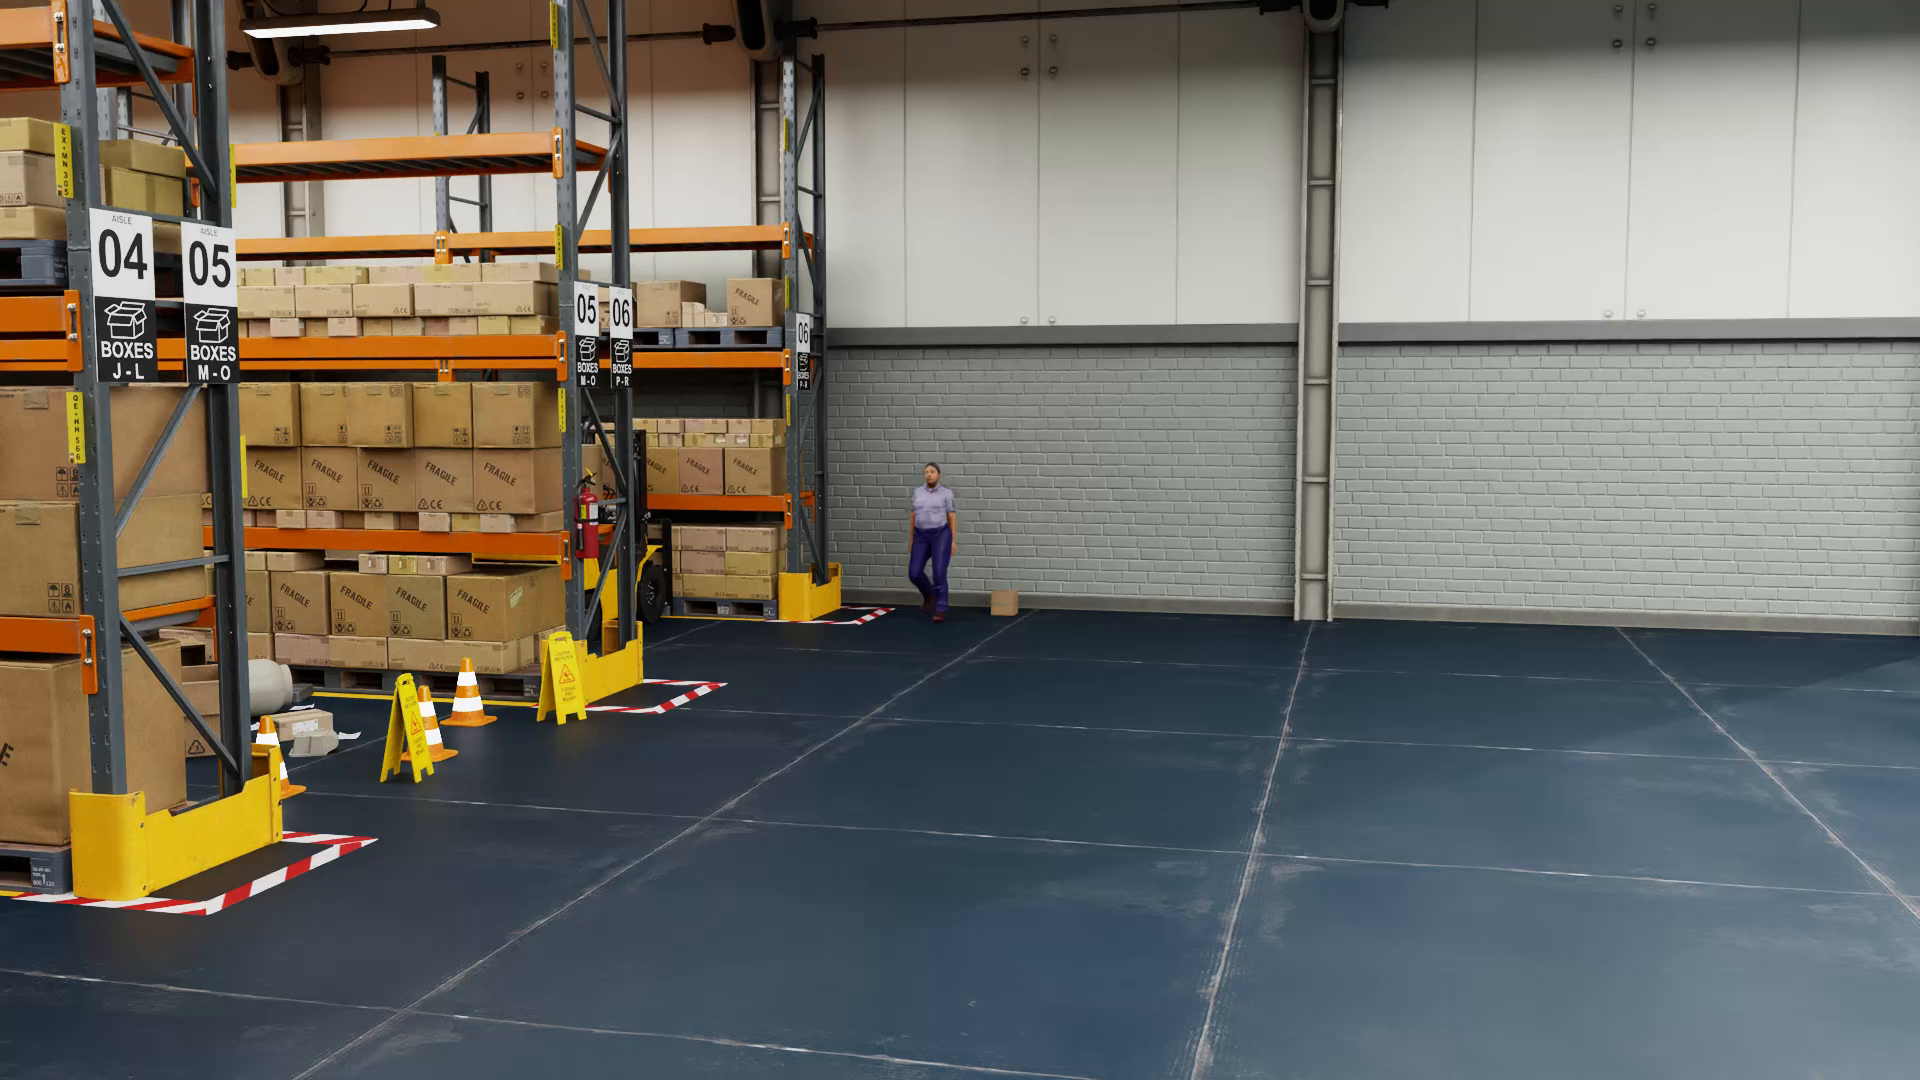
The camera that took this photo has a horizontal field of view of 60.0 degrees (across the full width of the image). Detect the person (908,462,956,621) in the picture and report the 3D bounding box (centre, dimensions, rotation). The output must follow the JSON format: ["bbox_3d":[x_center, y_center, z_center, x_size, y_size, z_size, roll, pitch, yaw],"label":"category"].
[{"bbox_3d":[-0.278,0.007,17.344,0.501,1.634,0.505,1,5,15],"label":"person"}]
